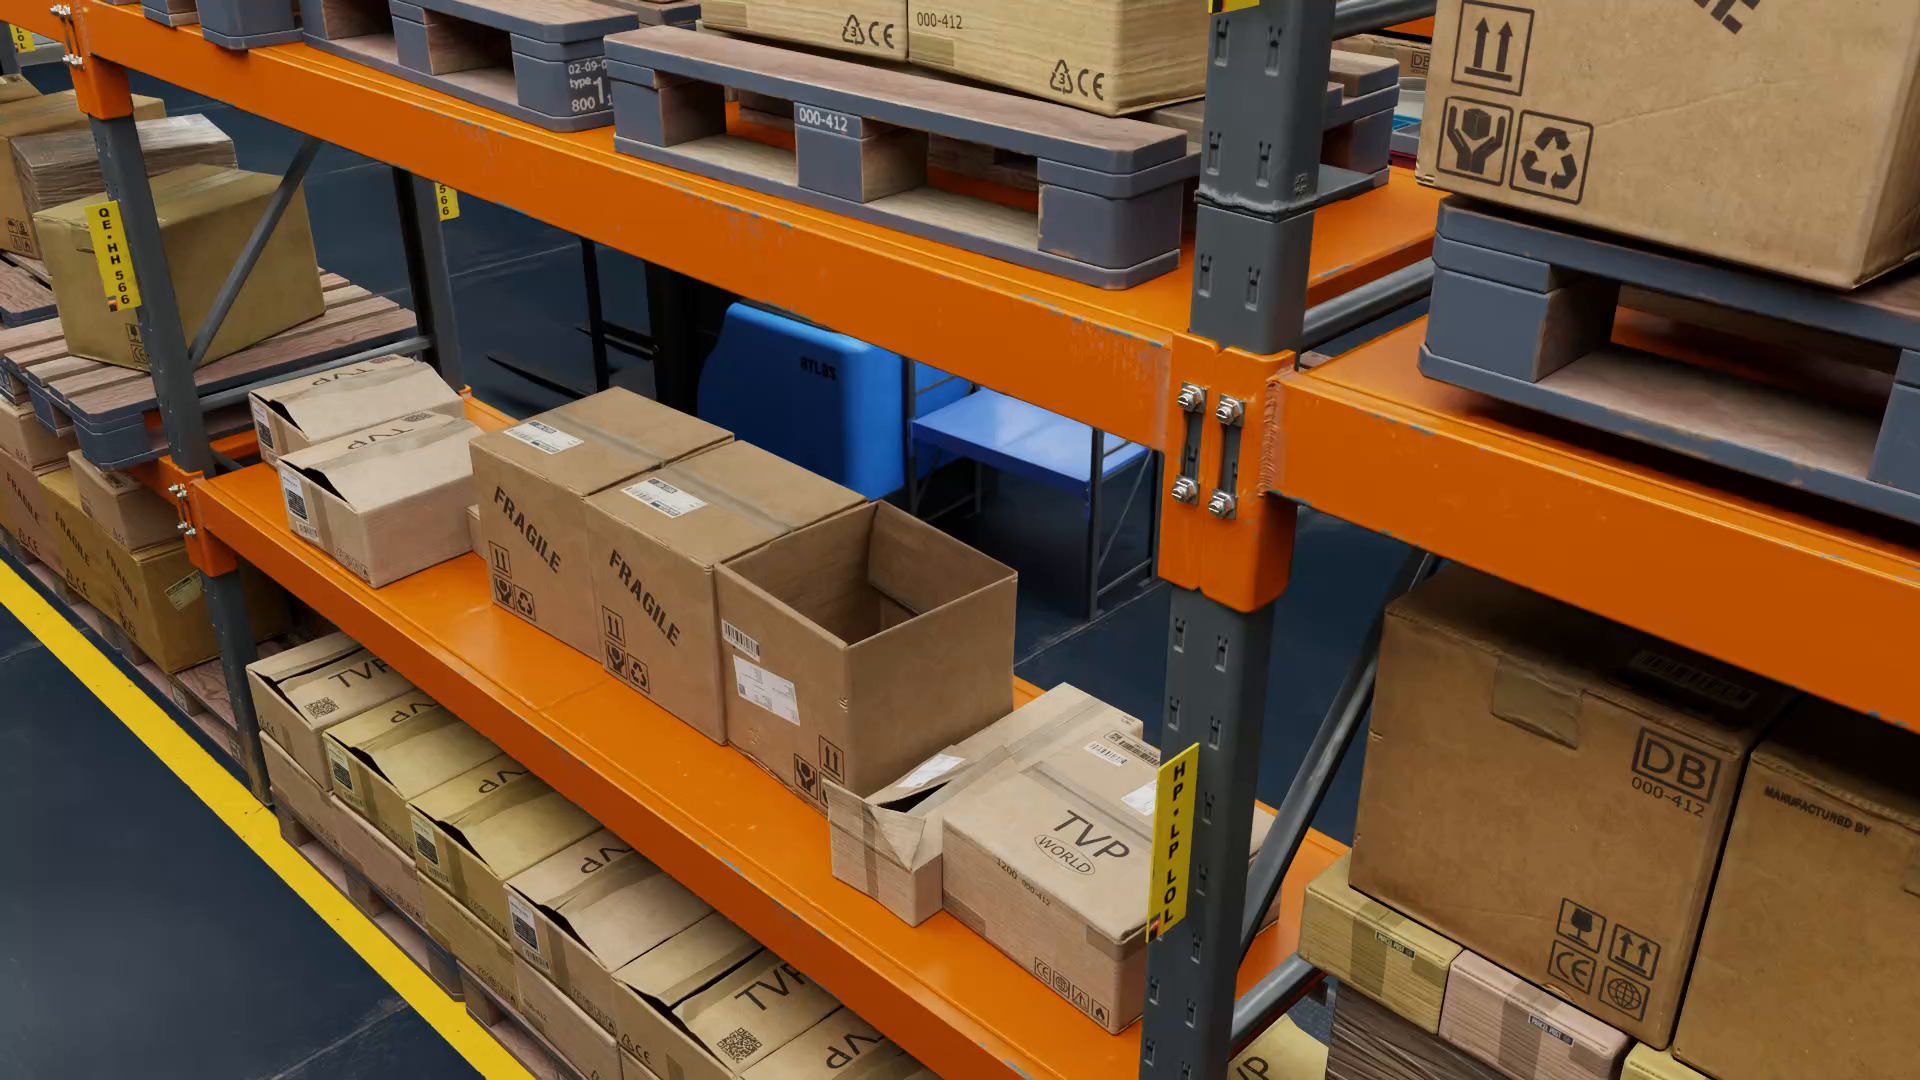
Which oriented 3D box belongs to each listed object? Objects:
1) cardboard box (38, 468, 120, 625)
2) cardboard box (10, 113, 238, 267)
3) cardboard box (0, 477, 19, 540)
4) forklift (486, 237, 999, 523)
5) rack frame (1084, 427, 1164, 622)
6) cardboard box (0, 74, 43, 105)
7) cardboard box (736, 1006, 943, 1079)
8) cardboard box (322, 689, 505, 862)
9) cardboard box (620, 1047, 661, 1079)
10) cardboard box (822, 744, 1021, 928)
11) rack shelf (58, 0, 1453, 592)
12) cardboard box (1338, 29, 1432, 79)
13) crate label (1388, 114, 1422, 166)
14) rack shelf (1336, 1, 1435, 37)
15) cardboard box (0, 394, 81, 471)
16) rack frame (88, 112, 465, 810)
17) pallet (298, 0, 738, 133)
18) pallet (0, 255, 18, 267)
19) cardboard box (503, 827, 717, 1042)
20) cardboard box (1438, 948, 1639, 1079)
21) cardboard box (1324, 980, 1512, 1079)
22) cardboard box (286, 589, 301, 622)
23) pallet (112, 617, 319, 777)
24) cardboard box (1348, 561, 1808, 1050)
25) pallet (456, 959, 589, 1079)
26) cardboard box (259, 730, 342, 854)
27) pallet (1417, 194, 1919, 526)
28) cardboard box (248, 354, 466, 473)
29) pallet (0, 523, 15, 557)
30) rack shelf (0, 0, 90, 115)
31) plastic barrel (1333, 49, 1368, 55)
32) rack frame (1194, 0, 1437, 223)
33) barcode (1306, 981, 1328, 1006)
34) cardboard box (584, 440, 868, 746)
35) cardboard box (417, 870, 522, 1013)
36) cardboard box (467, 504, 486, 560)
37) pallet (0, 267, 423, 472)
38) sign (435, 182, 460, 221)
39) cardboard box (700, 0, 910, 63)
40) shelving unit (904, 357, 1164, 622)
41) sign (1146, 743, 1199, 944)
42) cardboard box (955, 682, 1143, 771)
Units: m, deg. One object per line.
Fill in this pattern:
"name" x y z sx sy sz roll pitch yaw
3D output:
"cardboard box" -3.358 -0.038 6.813 0.500 0.500 0.500 23 35 37
"cardboard box" -3.205 -1.314 6.466 0.700 0.500 0.500 -18 33 -30
"cardboard box" -4.097 -0.372 7.449 0.500 0.500 0.500 -25 37 -39
"forklift" -1.262 -1.794 8.012 3.031 2.935 1.130 21 35 35
"rack frame" 0.703 -0.405 6.909 0.032 1.500 0.500 21 35 35
"cardboard box" -4.295 -1.657 7.119 0.700 0.500 0.500 -19 33 -32
"cardboard box" -0.171 1.330 3.899 0.500 0.311 0.500 -24 36 -38
"cardboard box" -1.610 0.666 5.160 0.500 0.311 0.500 24 36 37
"cardboard box" -0.529 1.411 4.346 0.500 0.250 0.500 -24 36 -38
"cardboard box" -0.062 0.585 3.559 0.258 0.266 0.396 24 36 37
"rack shelf" -0.732 -0.910 3.808 4.000 0.370 1.077 25 36 38
"cardboard box" 3.682 -3.611 13.226 0.875 0.875 1.225 25 36 39
"crate label" 1.836 -1.798 7.908 0.616 0.435 0.502 25 36 38
"rack shelf" 3.364 -4.174 13.238 4.000 0.370 1.077 25 36 38
"cardboard box" -3.765 -0.551 6.981 0.500 0.250 0.500 24 36 37
"rack frame" -2.158 -0.554 5.580 0.127 3.000 1.000 25 36 38
"pallet" -0.812 -1.242 3.869 1.003 0.211 1.213 -23 36 -37
"pallet" -4.517 -1.477 7.542 1.213 0.211 1.003 25 36 38
"cardboard box" -0.881 1.001 4.524 0.500 0.311 0.500 24 36 38
"cardboard box" 0.929 0.654 2.479 0.380 0.149 0.250 -25 36 -38
"cardboard box" 1.015 0.850 2.803 0.500 0.500 0.700 23 36 37
"cardboard box" -2.660 -0.054 6.843 0.500 0.500 0.500 23 35 37
"pallet" -2.664 0.425 6.716 1.213 0.211 1.003 25 36 38
"cardboard box" 1.015 0.276 2.501 0.500 0.500 0.700 25 37 39
"pallet" -0.733 1.360 4.936 1.213 0.211 1.003 25 36 38
"cardboard box" -1.991 0.746 5.612 0.500 0.250 0.500 24 36 38
"pallet" 1.320 -0.267 1.907 1.213 0.211 1.003 25 36 38
"cardboard box" -1.929 -0.381 5.347 0.500 0.311 0.500 -23 35 -36
"pallet" -4.404 -0.372 8.230 1.213 0.211 1.003 25 36 38
"rack shelf" -3.584 -2.215 6.290 4.000 0.370 1.077 25 36 38
"plastic barrel" 1.861 -2.206 8.575 0.708 0.536 0.600 25 36 38
"rack frame" 0.694 -1.904 1.701 0.127 3.000 1.000 25 36 38
"barcode" 0.804 1.017 3.775 0.075 0.075 0.001 25 36 38
"cardboard box" -0.575 0.116 4.199 0.500 0.500 0.500 25 36 38
"cardboard box" -1.257 1.077 4.981 0.500 0.250 0.500 23 36 37
"cardboard box" -1.209 -0.045 4.882 0.380 0.149 0.250 -22 35 -36
"pallet" -2.691 -0.667 6.001 1.003 0.211 1.213 25 36 38
"sign" -1.771 -1.251 5.663 0.005 0.325 0.100 25 36 38
"cardboard box" -0.132 -1.078 3.064 0.500 0.250 0.500 21 34 34
"shelving unit" 0.315 -0.558 7.200 1.048 1.500 0.538 21 35 35
"sign" 0.321 0.457 2.498 0.005 0.325 0.100 25 36 38
"cardboard box" 0.206 0.506 3.835 0.250 0.149 0.380 25 36 38
